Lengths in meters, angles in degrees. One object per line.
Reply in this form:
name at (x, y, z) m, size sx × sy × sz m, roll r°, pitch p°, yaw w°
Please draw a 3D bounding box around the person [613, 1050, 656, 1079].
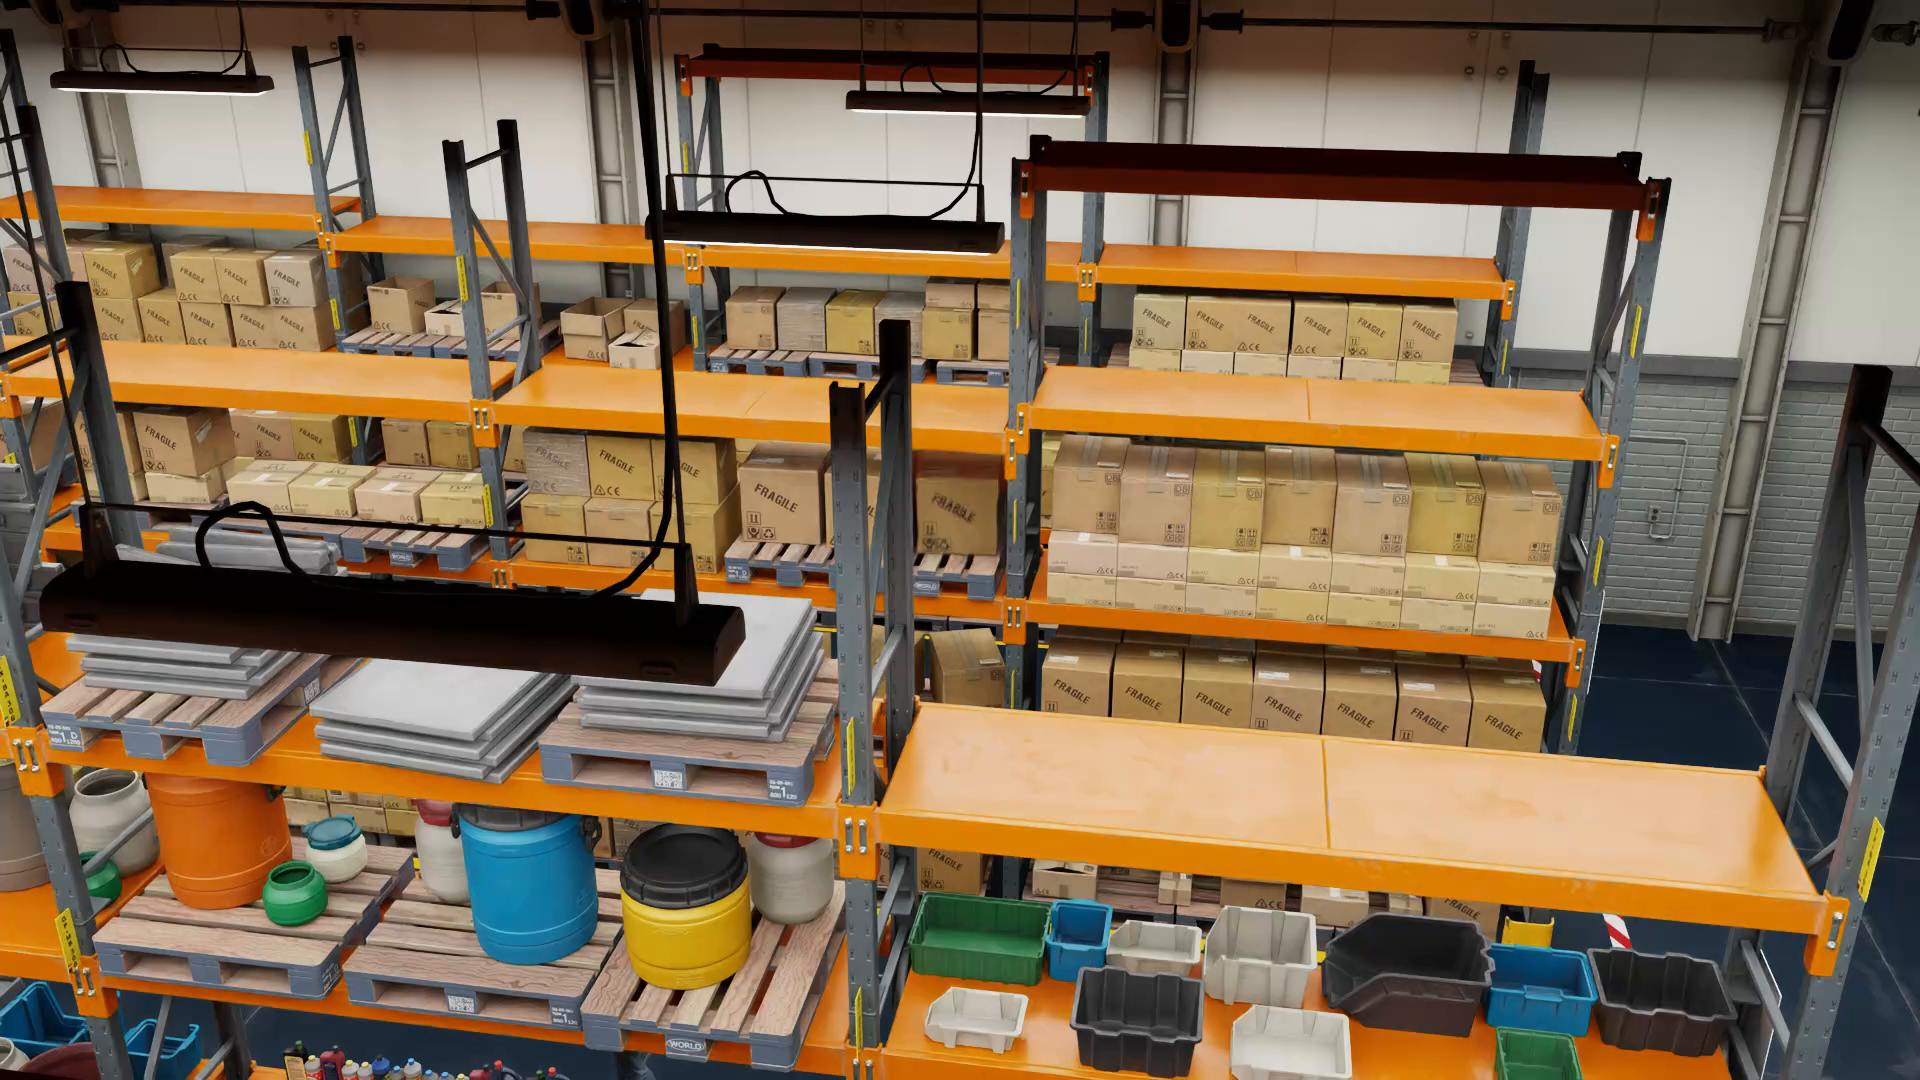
person at (-2.234, 3.066, 10.908) m, size 0.640 × 1.791 × 0.642 m, roll 9°, pitch 25°, yaw 20°
